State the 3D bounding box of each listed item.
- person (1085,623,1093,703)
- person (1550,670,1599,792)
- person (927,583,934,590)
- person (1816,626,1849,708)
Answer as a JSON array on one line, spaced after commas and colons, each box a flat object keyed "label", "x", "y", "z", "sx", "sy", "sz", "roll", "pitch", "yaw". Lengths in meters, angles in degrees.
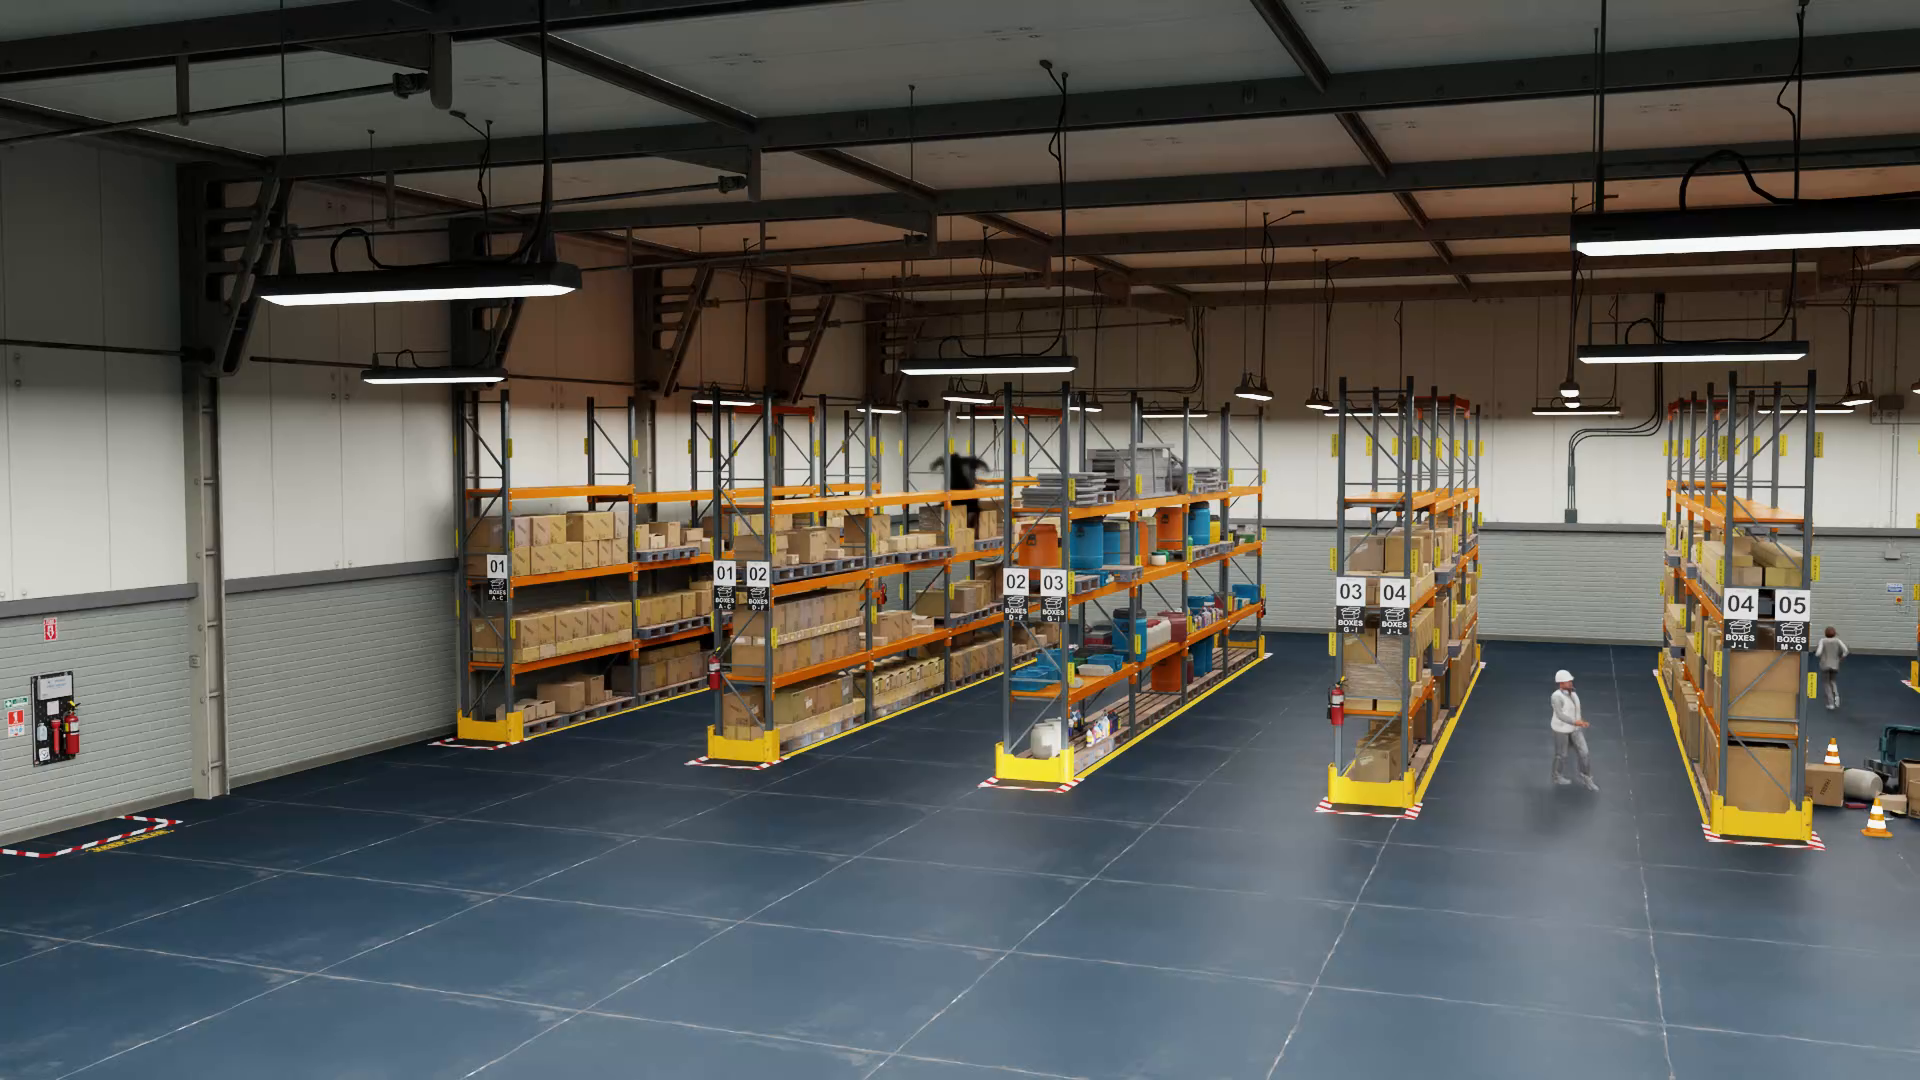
[{"label": "person", "x": 2.531, "y": 2.411, "z": 32.832, "sx": 0.636, "sy": 1.632, "sz": 0.710, "roll": -2, "pitch": 4, "yaw": -34}, {"label": "person", "x": 8.894, "y": 2.773, "z": 24.329, "sx": 0.647, "sy": 1.766, "sz": 0.734, "roll": -1, "pitch": 3, "yaw": -25}, {"label": "person", "x": -0.712, "y": 1.913, "z": 40.557, "sx": 0.693, "sy": 1.724, "sz": 0.675, "roll": 1, "pitch": 3, "yaw": 22}, {"label": "person", "x": 16.760, "y": 2.440, "z": 32.036, "sx": 0.547, "sy": 1.564, "sz": 0.604, "roll": 1, "pitch": 3, "yaw": 11}]
